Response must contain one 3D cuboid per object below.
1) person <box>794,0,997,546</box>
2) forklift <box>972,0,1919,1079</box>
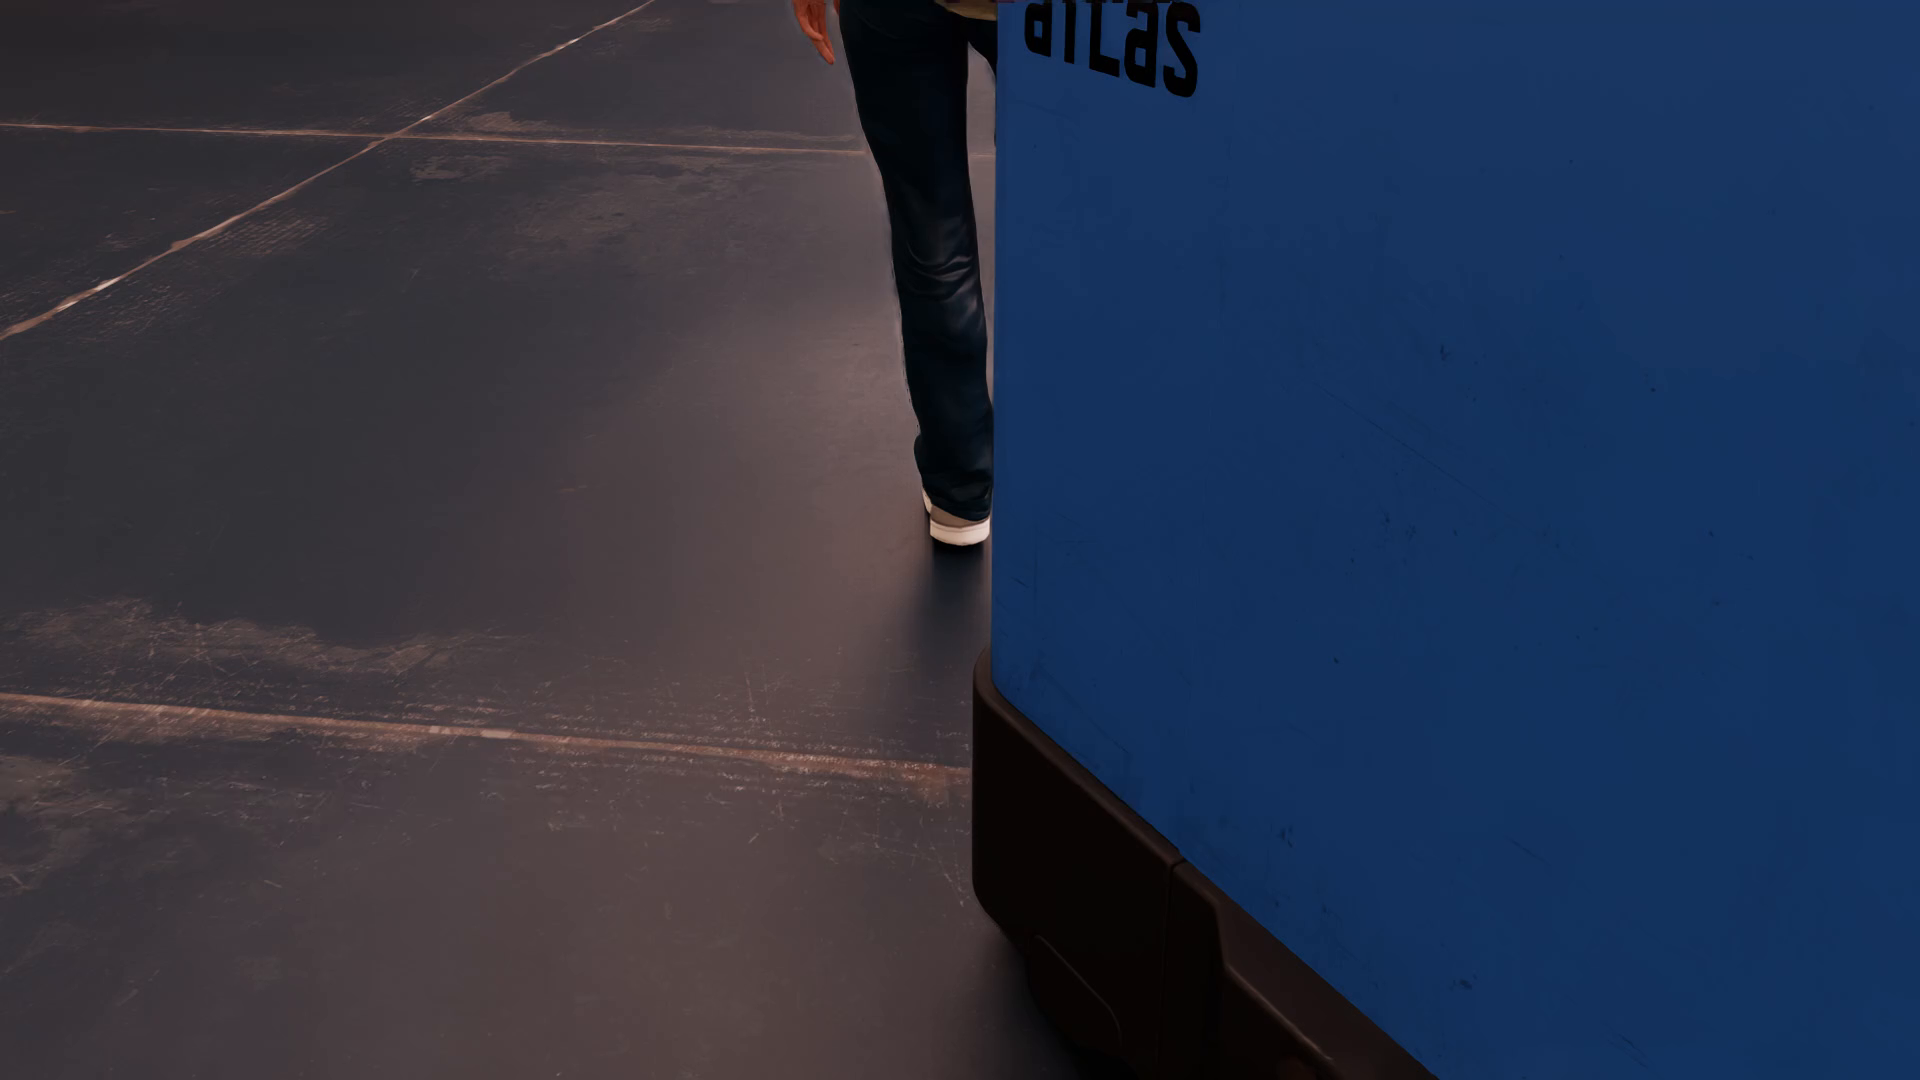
[{"bbox_3d":[0.026,-0.753,2.213,0.515,1.600,0.466,4,27,7],"label":"person"},{"bbox_3d":[1.191,-0.461,0.141,1.130,2.935,3.031,-15,30,-27],"label":"forklift"}]
